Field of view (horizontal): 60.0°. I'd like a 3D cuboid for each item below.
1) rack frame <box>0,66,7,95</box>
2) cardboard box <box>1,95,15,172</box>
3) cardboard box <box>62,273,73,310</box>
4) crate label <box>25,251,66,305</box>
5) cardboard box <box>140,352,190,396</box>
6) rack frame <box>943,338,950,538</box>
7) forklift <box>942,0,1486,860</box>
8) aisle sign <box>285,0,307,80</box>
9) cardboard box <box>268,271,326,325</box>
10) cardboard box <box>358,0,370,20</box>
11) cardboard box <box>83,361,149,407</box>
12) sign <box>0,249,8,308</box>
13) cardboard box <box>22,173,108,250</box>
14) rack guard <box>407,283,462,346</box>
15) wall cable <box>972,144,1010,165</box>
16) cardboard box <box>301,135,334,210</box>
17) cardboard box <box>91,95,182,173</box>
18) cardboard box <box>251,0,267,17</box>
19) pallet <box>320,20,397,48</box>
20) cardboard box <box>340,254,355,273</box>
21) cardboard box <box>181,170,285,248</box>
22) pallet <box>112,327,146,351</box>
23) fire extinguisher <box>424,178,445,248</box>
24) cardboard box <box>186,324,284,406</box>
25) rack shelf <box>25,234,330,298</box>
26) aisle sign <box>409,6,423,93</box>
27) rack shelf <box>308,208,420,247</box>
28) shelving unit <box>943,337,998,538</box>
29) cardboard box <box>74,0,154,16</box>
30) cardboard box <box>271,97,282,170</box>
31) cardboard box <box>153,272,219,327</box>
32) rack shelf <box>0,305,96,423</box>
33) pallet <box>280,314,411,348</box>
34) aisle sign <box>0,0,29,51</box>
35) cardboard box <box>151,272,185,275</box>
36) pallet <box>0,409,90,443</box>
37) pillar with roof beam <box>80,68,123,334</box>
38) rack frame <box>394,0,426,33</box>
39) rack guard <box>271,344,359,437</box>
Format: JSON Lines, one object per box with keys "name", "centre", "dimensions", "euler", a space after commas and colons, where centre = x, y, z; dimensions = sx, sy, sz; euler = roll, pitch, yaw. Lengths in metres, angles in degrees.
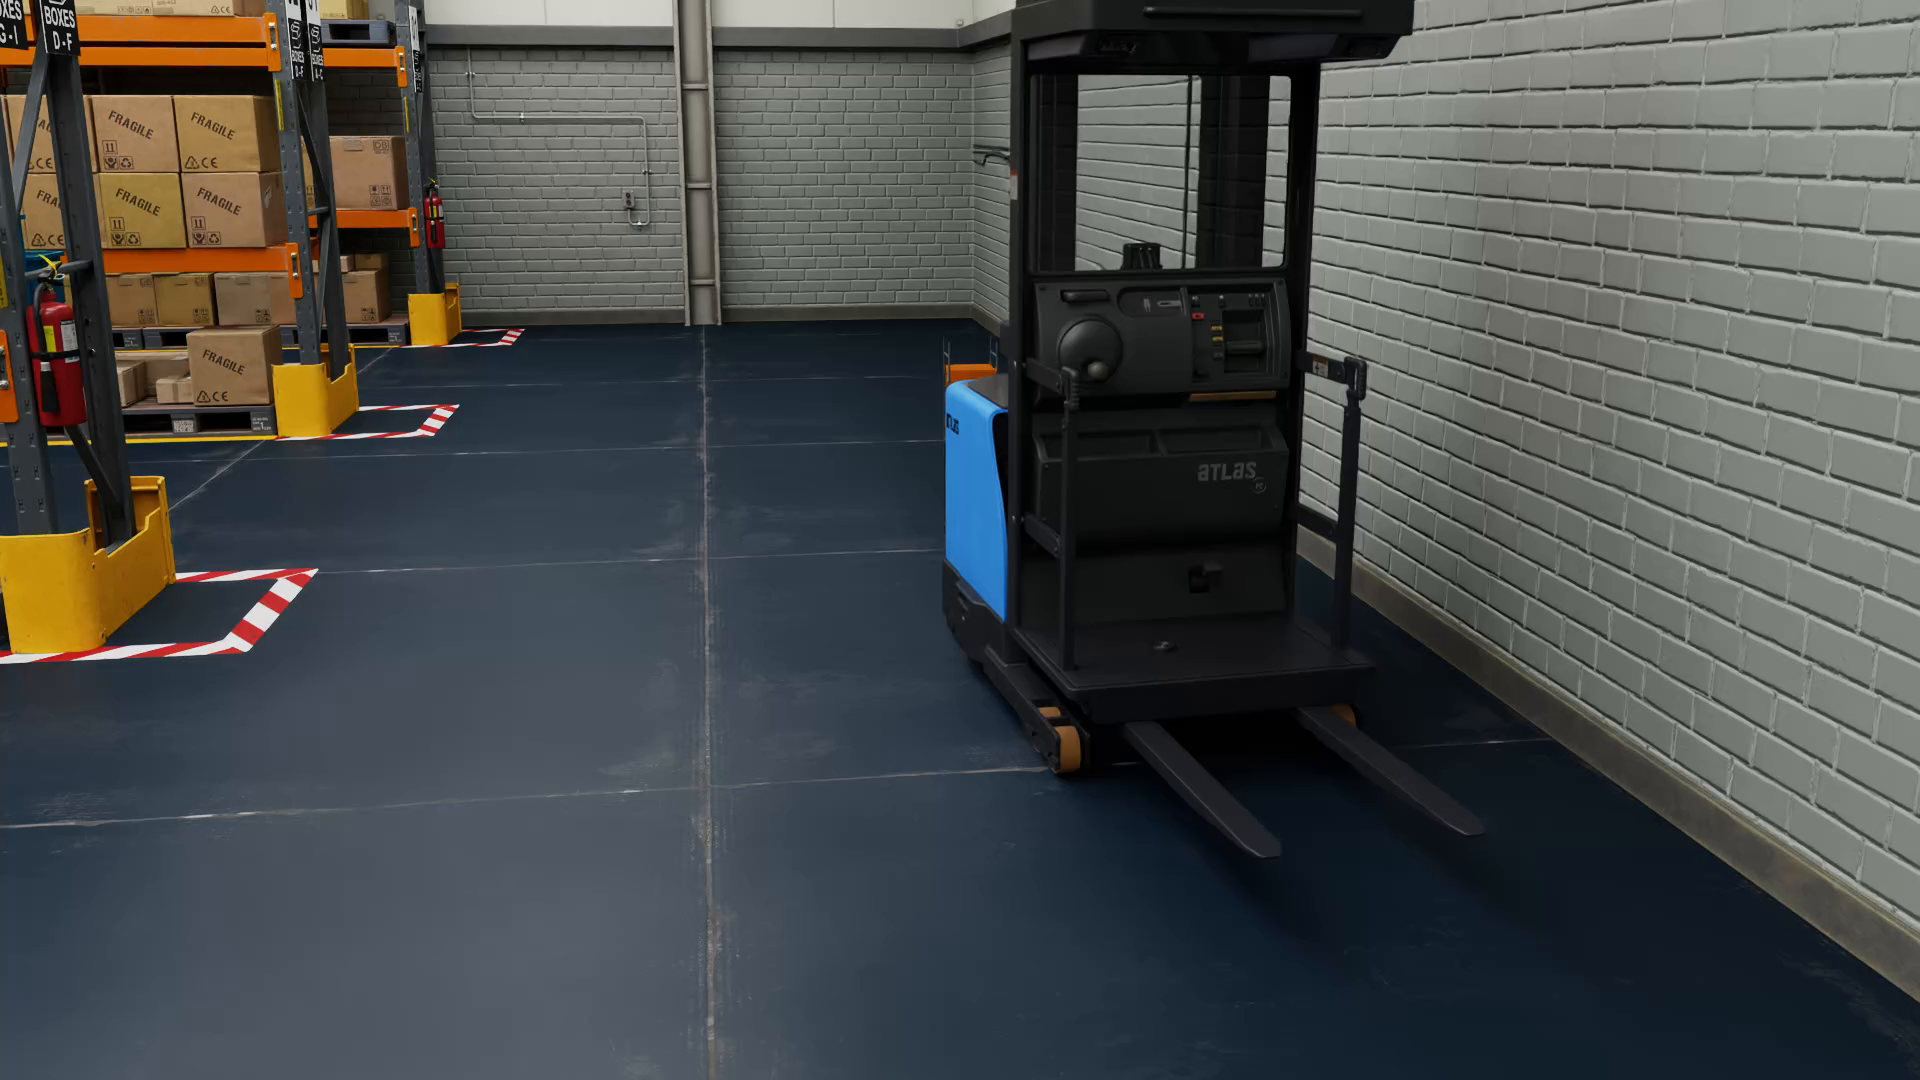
{"name": "rack frame", "centre": [-9.290, -3.362, 15.961], "dimensions": [0.127, 3.000, 1.000], "euler": [-2, 14, -8]}
{"name": "cardboard box", "centre": [-6.511, -2.710, 11.099], "dimensions": [0.500, 0.500, 0.500], "euler": [-2, 14, -7]}
{"name": "cardboard box", "centre": [-8.535, -2.356, 16.224], "dimensions": [0.500, 0.500, 0.700], "euler": [-2, 14, -8]}
{"name": "crate label", "centre": [-4.152, -1.142, 7.330], "dimensions": [0.303, 0.233, 0.416], "euler": [-2, 14, -8]}
{"name": "cardboard box", "centre": [-5.667, -1.226, 12.191], "dimensions": [0.500, 0.250, 0.500], "euler": [-2, 14, -8]}
{"name": "rack frame", "centre": [-0.068, -0.507, 8.584], "dimensions": [0.008, 1.050, 0.200], "euler": [-2, 14, -8]}
{"name": "forklift", "centre": [0.769, -0.736, 5.631], "dimensions": [1.130, 2.935, 3.031], "euler": [-3, 14, -13]}
{"name": "aisle sign", "centre": [-4.480, -3.505, 11.188], "dimensions": [0.004, 0.787, 0.394], "euler": [-2, 14, -8]}
{"name": "cardboard box", "centre": [-6.507, -2.431, 16.523], "dimensions": [0.500, 0.500, 0.700], "euler": [-2, 14, -8]}
{"name": "cardboard box", "centre": [-6.093, -5.174, 16.259], "dimensions": [0.500, 0.250, 0.500], "euler": [-1, 14, -5]}
{"name": "cardboard box", "centre": [-6.038, -1.089, 11.646], "dimensions": [0.500, 0.250, 0.500], "euler": [-2, 14, -8]}
{"name": "sign", "centre": [-3.761, -1.071, 6.492], "dimensions": [0.005, 0.325, 0.100], "euler": [-2, 14, -8]}
{"name": "cardboard box", "centre": [-6.002, -2.246, 11.306], "dimensions": [0.500, 0.500, 0.500], "euler": [-2, 14, -8]}
{"name": "rack guard", "centre": [-5.311, -2.295, 16.847], "dimensions": [0.348, 0.500, 1.175], "euler": [-2, 14, -8]}
{"name": "wall cable", "centre": [0.312, -5.030, 16.662], "dimensions": [0.112, 2.526, 3.097], "euler": [-2, 14, -8]}
{"name": "cardboard box", "centre": [-6.555, -3.603, 16.304], "dimensions": [0.700, 0.700, 0.980], "euler": [-2, 14, -9]}
{"name": "cardboard box", "centre": [-5.491, -2.748, 11.253], "dimensions": [0.500, 0.500, 0.500], "euler": [-2, 14, -7]}
{"name": "cardboard box", "centre": [-5.139, -3.740, 11.612], "dimensions": [0.500, 0.250, 0.500], "euler": [-2, 14, -8]}
{"name": "pallet", "centre": [-6.067, -4.890, 16.068], "dimensions": [1.213, 0.211, 1.003], "euler": [-2, 14, -8]}
{"name": "cardboard box", "centre": [-6.112, -2.715, 16.323], "dimensions": [0.250, 0.149, 0.380], "euler": [-2, 14, -9]}
{"name": "cardboard box", "centre": [-4.995, -2.282, 11.451], "dimensions": [0.500, 0.500, 0.500], "euler": [-2, 14, -7]}
{"name": "pallet", "centre": [-8.526, -2.018, 16.335], "dimensions": [1.213, 0.211, 1.003], "euler": [-2, 14, -8]}
{"name": "fire extinguisher", "centre": [-5.117, -3.183, 16.173], "dimensions": [0.183, 0.674, 0.296], "euler": [-2, 14, -8]}
{"name": "cardboard box", "centre": [-5.094, -1.238, 11.724], "dimensions": [0.500, 0.500, 0.500], "euler": [-2, 14, -8]}
{"name": "rack shelf", "centre": [-6.571, -1.894, 11.587], "dimensions": [4.000, 0.370, 1.077], "euler": [-2, 14, -8]}
{"name": "aisle sign", "centre": [-5.219, -4.698, 15.946], "dimensions": [0.004, 0.787, 0.394], "euler": [-2, 14, -8]}
{"name": "rack shelf", "centre": [-7.312, -3.086, 16.338], "dimensions": [4.000, 0.370, 1.077], "euler": [-2, 14, -8]}
{"name": "shelving unit", "centre": [0.053, -0.511, 8.602], "dimensions": [0.252, 1.050, 0.215], "euler": [-2, 14, -8]}
{"name": "cardboard box", "centre": [-5.558, -3.600, 11.053], "dimensions": [0.500, 0.250, 0.500], "euler": [-2, 14, -8]}
{"name": "cardboard box", "centre": [-5.071, -2.896, 11.844], "dimensions": [0.500, 0.500, 0.500], "euler": [-2, 14, -7]}
{"name": "cardboard box", "centre": [-7.530, -2.391, 16.366], "dimensions": [0.500, 0.500, 0.700], "euler": [-2, 14, -7]}
{"name": "rack shelf", "centre": [-5.836, -0.703, 6.836], "dimensions": [4.000, 0.370, 1.077], "euler": [-2, 14, -8]}
{"name": "pallet", "centre": [-6.114, -2.107, 16.688], "dimensions": [1.213, 0.211, 1.003], "euler": [-2, 14, -8]}
{"name": "aisle sign", "centre": [-3.744, -2.317, 6.450], "dimensions": [0.004, 0.787, 0.394], "euler": [-2, 14, -8]}
{"name": "cardboard box", "centre": [-7.653, -2.658, 16.095], "dimensions": [0.250, 0.149, 0.380], "euler": [-3, 14, -10]}
{"name": "pallet", "centre": [-6.660, -0.888, 11.828], "dimensions": [1.213, 0.211, 1.003], "euler": [-2, 14, -8]}
{"name": "pillar with roof beam", "centre": [-8.085, -5.470, 12.033], "dimensions": [0.400, 9.000, 9.100], "euler": [-2, 14, -8]}
{"name": "rack frame", "centre": [-5.335, -6.417, 15.810], "dimensions": [0.127, 3.000, 1.000], "euler": [-2, 14, -8]}
{"name": "rack guard", "centre": [-4.668, -1.100, 12.082], "dimensions": [0.348, 0.500, 1.175], "euler": [-2, 14, -8]}
